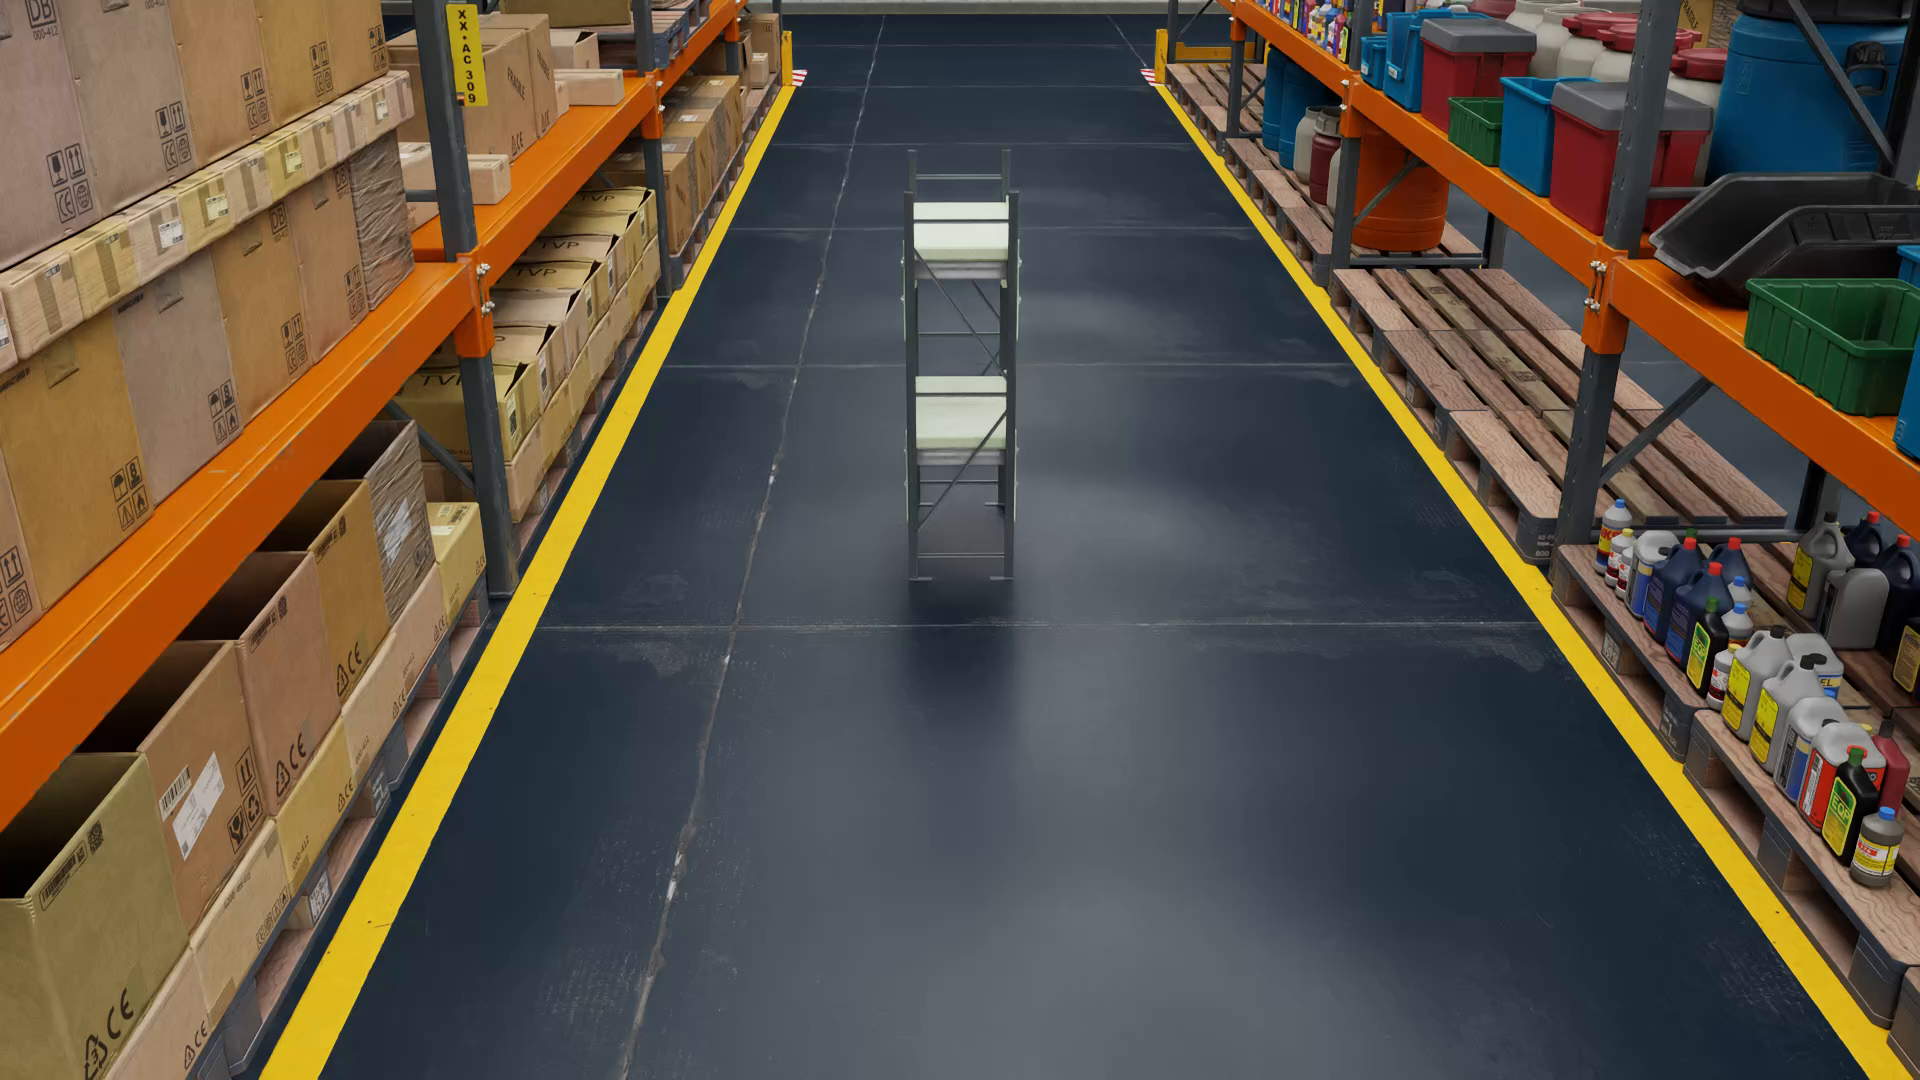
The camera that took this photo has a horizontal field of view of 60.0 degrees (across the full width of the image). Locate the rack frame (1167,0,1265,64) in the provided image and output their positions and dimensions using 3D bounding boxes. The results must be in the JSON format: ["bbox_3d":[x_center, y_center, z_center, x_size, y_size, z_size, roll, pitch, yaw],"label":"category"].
[{"bbox_3d":[2.634,-6.136,16.678,1.000,3.000,0.127,0,24,-1],"label":"rack frame"}]

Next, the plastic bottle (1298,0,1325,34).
[{"bbox_3d":[2.318,-3.519,10.950,0.144,0.351,0.185,0,24,-1],"label":"plastic bottle"}]

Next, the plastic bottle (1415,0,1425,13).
[{"bbox_3d":[3.053,-3.485,10.971,0.097,0.271,0.097,0,24,0],"label":"plastic bottle"}]

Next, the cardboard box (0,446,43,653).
[{"bbox_3d":[-2.147,0.023,2.938,0.700,0.500,0.500,0,24,1],"label":"cardboard box"}]

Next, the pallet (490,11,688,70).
[{"bbox_3d":[-2.309,-3.011,9.999,1.213,0.211,1.003,0,24,-1],"label":"pallet"}]

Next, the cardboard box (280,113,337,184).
[{"bbox_3d":[-1.961,-1.083,4.596,0.380,0.149,0.250,0,24,-1],"label":"cardboard box"}]

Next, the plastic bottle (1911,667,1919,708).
[{"bbox_3d":[2.957,0.390,5.011,0.061,0.283,0.133,0,24,-1],"label":"plastic bottle"}]

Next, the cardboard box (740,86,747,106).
[{"bbox_3d":[-2.083,-3.907,14.653,0.380,0.166,0.250,0,24,-1],"label":"cardboard box"}]

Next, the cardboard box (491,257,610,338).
[{"bbox_3d":[-1.962,-1.170,7.843,0.500,0.311,0.500,0,24,1],"label":"cardboard box"}]

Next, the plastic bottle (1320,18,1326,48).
[{"bbox_3d":[2.302,-3.177,10.376,0.097,0.201,0.097,0,24,0],"label":"plastic bottle"}]

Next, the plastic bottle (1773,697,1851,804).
[{"bbox_3d":[2.373,0.581,4.596,0.152,0.276,0.135,-1,24,-2],"label":"plastic bottle"}]

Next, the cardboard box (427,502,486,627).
[{"bbox_3d":[-1.965,0.081,5.758,0.500,0.250,0.500,0,24,-1],"label":"cardboard box"}]

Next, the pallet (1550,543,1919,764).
[{"bbox_3d":[2.731,0.356,5.707,1.003,0.211,1.213,0,24,-1],"label":"pallet"}]

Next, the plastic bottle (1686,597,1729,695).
[{"bbox_3d":[2.321,0.326,5.151,0.061,0.283,0.133,1,24,2],"label":"plastic bottle"}]

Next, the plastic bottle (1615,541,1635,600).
[{"bbox_3d":[2.332,0.100,5.750,0.097,0.201,0.097,0,24,0],"label":"plastic bottle"}]

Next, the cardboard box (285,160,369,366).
[{"bbox_3d":[-2.165,-0.816,4.793,0.700,0.500,0.500,-1,24,-1],"label":"cardboard box"}]

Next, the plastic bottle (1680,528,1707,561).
[{"bbox_3d":[2.467,0.111,5.626,0.061,0.283,0.133,0,24,-1],"label":"plastic bottle"}]

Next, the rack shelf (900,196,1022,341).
[{"bbox_3d":[0.000,-1.036,6.274,0.431,0.370,0.720,0,24,-1],"label":"rack shelf"}]

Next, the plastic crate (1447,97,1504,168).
[{"bbox_3d":[2.464,-1.811,7.372,0.450,0.188,0.662,0,24,-1],"label":"plastic crate"}]

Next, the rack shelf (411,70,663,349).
[{"bbox_3d":[-2.210,-1.667,7.669,1.077,0.370,4.000,0,24,-1],"label":"rack shelf"}]

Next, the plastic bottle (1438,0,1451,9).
[{"bbox_3d":[3.076,-3.307,10.565,0.061,0.283,0.133,0,24,-1],"label":"plastic bottle"}]

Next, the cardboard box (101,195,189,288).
[{"bbox_3d":[-1.949,-0.660,3.660,0.380,0.149,0.250,0,24,0],"label":"cardboard box"}]

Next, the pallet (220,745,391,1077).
[{"bbox_3d":[-2.205,0.932,4.434,1.003,0.211,1.213,0,24,-1],"label":"pallet"}]

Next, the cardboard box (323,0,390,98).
[{"bbox_3d":[-2.177,-1.625,5.006,0.700,0.500,0.500,0,24,0],"label":"cardboard box"}]

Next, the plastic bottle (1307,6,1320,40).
[{"bbox_3d":[2.297,-3.338,10.730,0.097,0.201,0.097,0,24,0],"label":"plastic bottle"}]

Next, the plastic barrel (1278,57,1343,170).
[{"bbox_3d":[2.674,-3.207,12.238,0.600,0.901,0.708,0,24,-1],"label":"plastic barrel"}]

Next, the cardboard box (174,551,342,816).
[{"bbox_3d":[-1.942,0.357,4.237,0.500,0.500,0.500,0,24,-1],"label":"cardboard box"}]

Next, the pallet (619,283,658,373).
[{"bbox_3d":[-2.262,-1.209,9.167,1.003,0.211,1.213,0,24,-1],"label":"pallet"}]

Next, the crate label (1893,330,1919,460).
[{"bbox_3d":[2.518,-0.317,3.767,0.502,0.435,0.616,0,24,-1],"label":"crate label"}]

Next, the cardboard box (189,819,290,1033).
[{"bbox_3d":[-1.942,0.905,3.936,0.500,0.250,0.500,0,24,-1],"label":"cardboard box"}]

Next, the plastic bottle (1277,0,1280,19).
[{"bbox_3d":[2.286,-3.776,11.699,0.097,0.201,0.097,0,24,0],"label":"plastic bottle"}]

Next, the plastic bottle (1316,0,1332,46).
[{"bbox_3d":[2.301,-3.249,10.450,0.097,0.271,0.097,0,24,0],"label":"plastic bottle"}]

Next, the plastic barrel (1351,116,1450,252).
[{"bbox_3d":[2.699,-2.244,10.195,0.600,0.830,0.708,0,24,-1],"label":"plastic barrel"}]

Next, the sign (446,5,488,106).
[{"bbox_3d":[-1.633,-1.604,5.511,0.100,0.325,0.005,0,24,-1],"label":"sign"}]

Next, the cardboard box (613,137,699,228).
[{"bbox_3d":[-1.962,-2.285,10.662,0.500,0.500,0.500,-1,24,-2],"label":"cardboard box"}]

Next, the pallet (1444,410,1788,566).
[{"bbox_3d":[2.718,-0.244,7.034,1.003,0.211,1.213,0,24,-1],"label":"pallet"}]

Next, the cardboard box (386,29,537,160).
[{"bbox_3d":[-2.191,-1.956,7.314,0.500,0.500,0.500,0,24,0],"label":"cardboard box"}]

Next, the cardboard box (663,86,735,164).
[{"bbox_3d":[-1.986,-3.123,12.515,0.500,0.500,0.500,0,24,0],"label":"cardboard box"}]

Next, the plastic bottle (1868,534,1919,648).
[{"bbox_3d":[3.062,0.158,5.441,0.144,0.351,0.185,-1,24,-3],"label":"plastic bottle"}]

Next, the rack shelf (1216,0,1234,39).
[{"bbox_3d":[2.656,-4.984,15.004,1.077,0.370,4.000,0,24,-1],"label":"rack shelf"}]

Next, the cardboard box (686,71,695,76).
[{"bbox_3d":[-2.573,-3.985,14.650,0.500,0.311,0.500,0,24,-1],"label":"cardboard box"}]

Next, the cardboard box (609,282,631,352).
[{"bbox_3d":[-1.971,-1.122,8.418,0.500,0.250,0.500,0,24,1],"label":"cardboard box"}]

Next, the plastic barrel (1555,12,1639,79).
[{"bbox_3d":[2.961,-2.129,7.653,0.433,0.535,0.433,0,24,0],"label":"plastic barrel"}]

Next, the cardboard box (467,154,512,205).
[{"bbox_3d":[-1.993,-1.422,6.560,0.380,0.149,0.250,0,24,-1],"label":"cardboard box"}]

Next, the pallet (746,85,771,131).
[{"bbox_3d":[-2.298,-3.984,15.302,1.003,0.211,1.213,0,24,-1],"label":"pallet"}]

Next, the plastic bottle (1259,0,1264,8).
[{"bbox_3d":[2.306,-4.088,12.300,0.152,0.276,0.135,0,24,-1],"label":"plastic bottle"}]

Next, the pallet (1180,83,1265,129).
[{"bbox_3d":[2.615,-4.024,15.392,1.003,0.211,1.213,0,24,-1],"label":"pallet"}]

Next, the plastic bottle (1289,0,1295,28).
[{"bbox_3d":[2.314,-3.650,11.240,0.144,0.351,0.185,0,24,-1],"label":"plastic bottle"}]

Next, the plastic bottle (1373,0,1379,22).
[{"bbox_3d":[2.894,-3.751,11.559,0.097,0.271,0.097,0,24,0],"label":"plastic bottle"}]

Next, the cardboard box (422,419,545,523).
[{"bbox_3d":[-1.945,-0.277,6.549,0.500,0.250,0.500,-1,24,-2],"label":"cardboard box"}]

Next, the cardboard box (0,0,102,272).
[{"bbox_3d":[-2.155,-0.798,3.178,0.700,0.500,0.500,0,24,0],"label":"cardboard box"}]

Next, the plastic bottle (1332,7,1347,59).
[{"bbox_3d":[2.288,-3.046,9.987,0.061,0.283,0.133,0,24,-1],"label":"plastic bottle"}]

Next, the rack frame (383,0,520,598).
[{"bbox_3d":[-2.188,-1.171,5.699,1.000,3.000,0.127,0,24,-1],"label":"rack frame"}]

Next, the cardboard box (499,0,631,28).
[{"bbox_3d":[-2.351,-3.315,9.808,0.700,0.500,0.500,-9,26,-18],"label":"cardboard box"}]

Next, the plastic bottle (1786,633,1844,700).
[{"bbox_3d":[2.513,0.425,4.941,0.152,0.276,0.135,0,24,-1],"label":"plastic bottle"}]

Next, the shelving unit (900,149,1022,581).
[{"bbox_3d":[0.000,-0.681,6.435,0.431,1.500,0.755,0,24,-1],"label":"shelving unit"}]
